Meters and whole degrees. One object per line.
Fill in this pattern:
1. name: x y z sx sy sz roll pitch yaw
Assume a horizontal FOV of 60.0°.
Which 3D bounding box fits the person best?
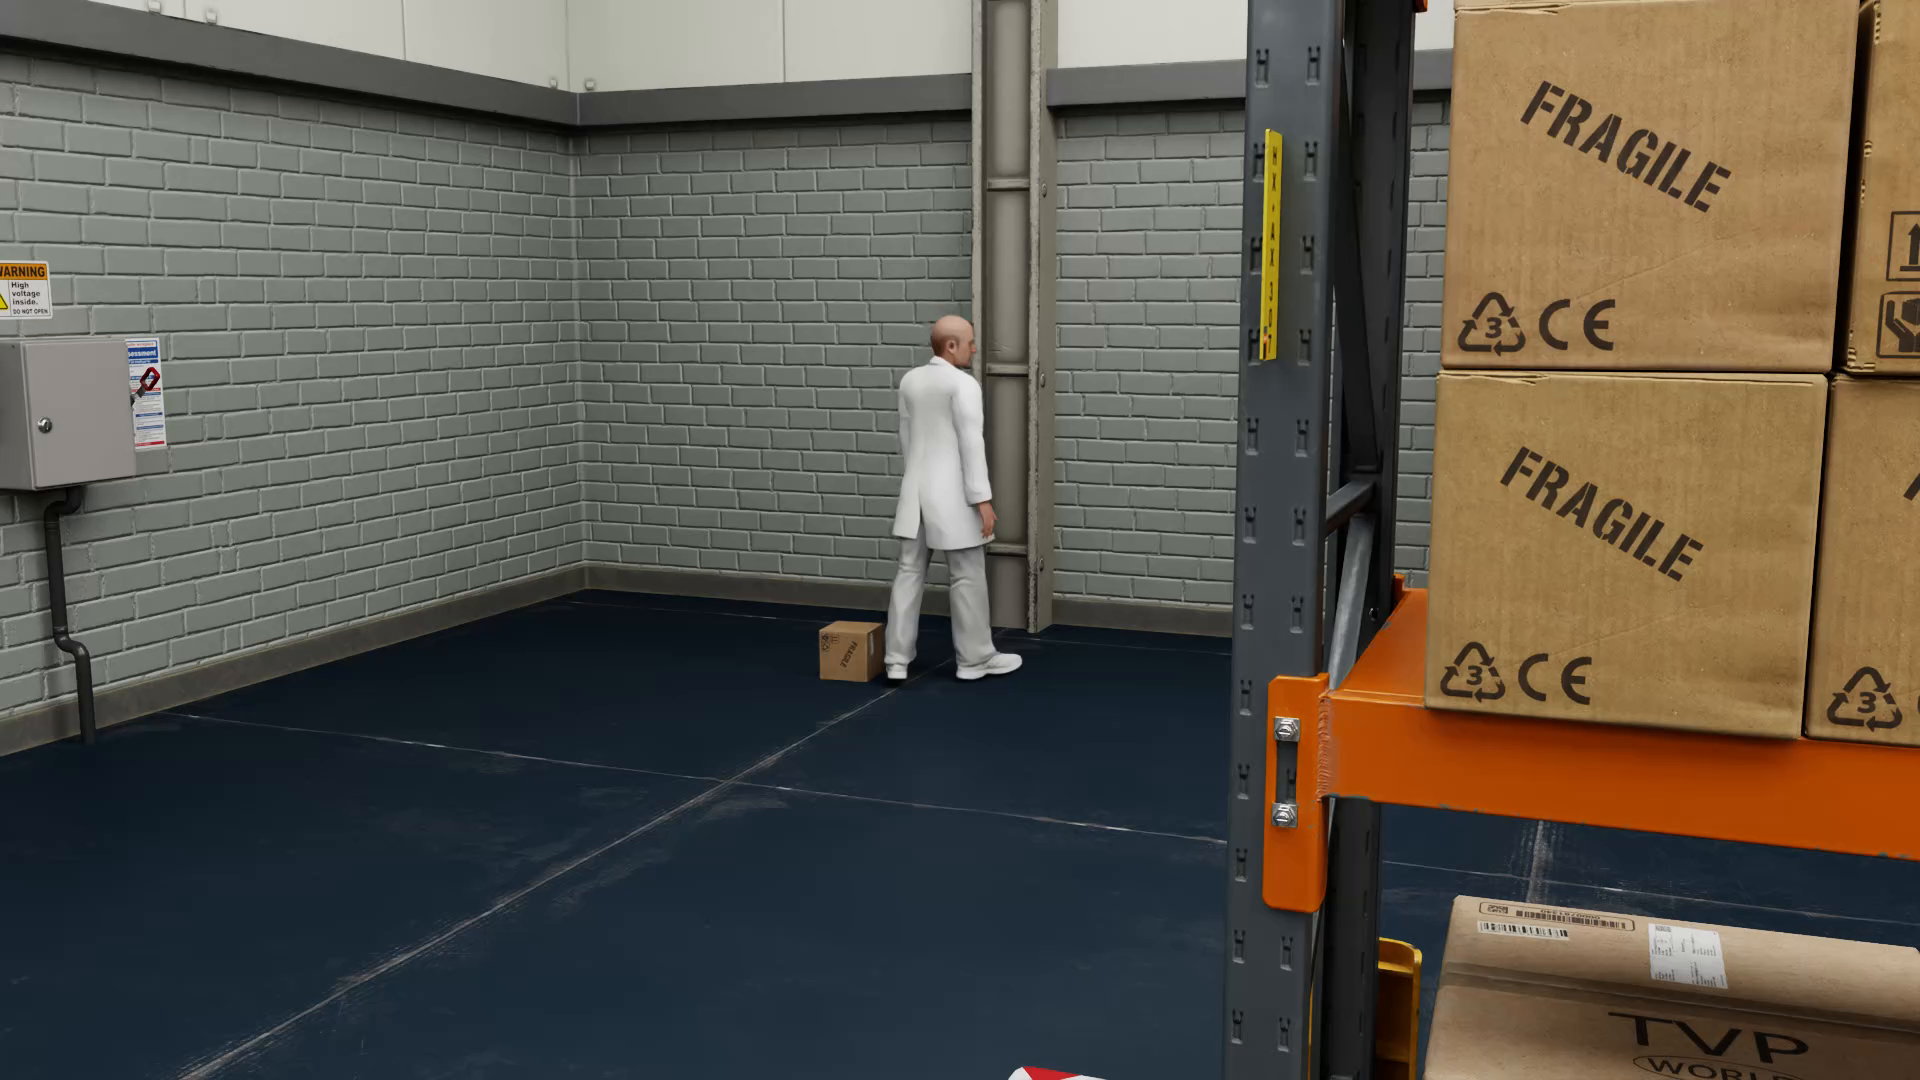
1. person: -0.054 -0.203 8.130 0.639 1.773 0.670 8 12 42
